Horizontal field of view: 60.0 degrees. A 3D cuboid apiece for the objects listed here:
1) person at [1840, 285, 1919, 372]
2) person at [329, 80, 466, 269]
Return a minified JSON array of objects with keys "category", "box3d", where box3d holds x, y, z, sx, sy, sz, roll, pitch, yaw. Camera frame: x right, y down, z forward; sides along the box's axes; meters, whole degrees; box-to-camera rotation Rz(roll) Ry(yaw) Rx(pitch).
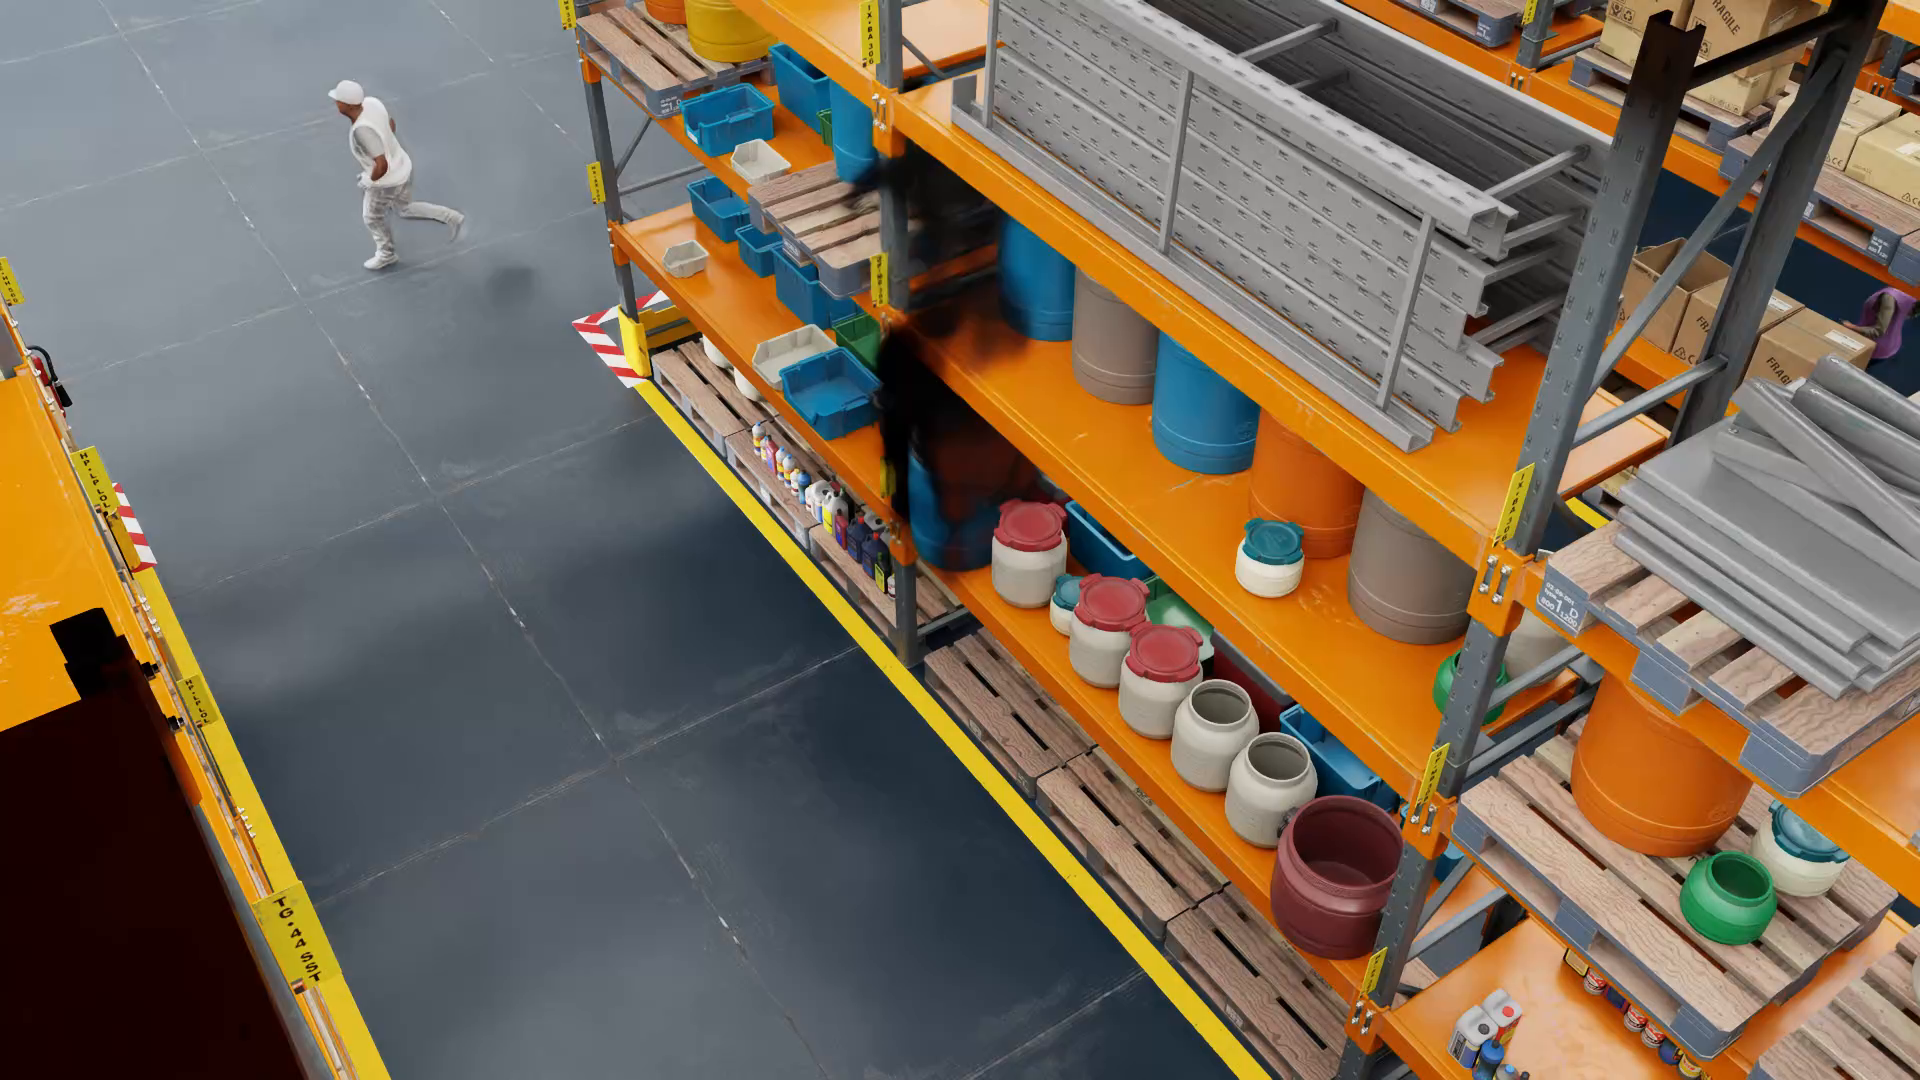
[{"category":"person","box3d":[6.684,-1.433,12.169,0.517,1.554,0.528,-28,50,-27]},{"category":"person","box3d":[-4.670,-2.998,13.763,0.947,1.766,0.686,0,43,0]}]
